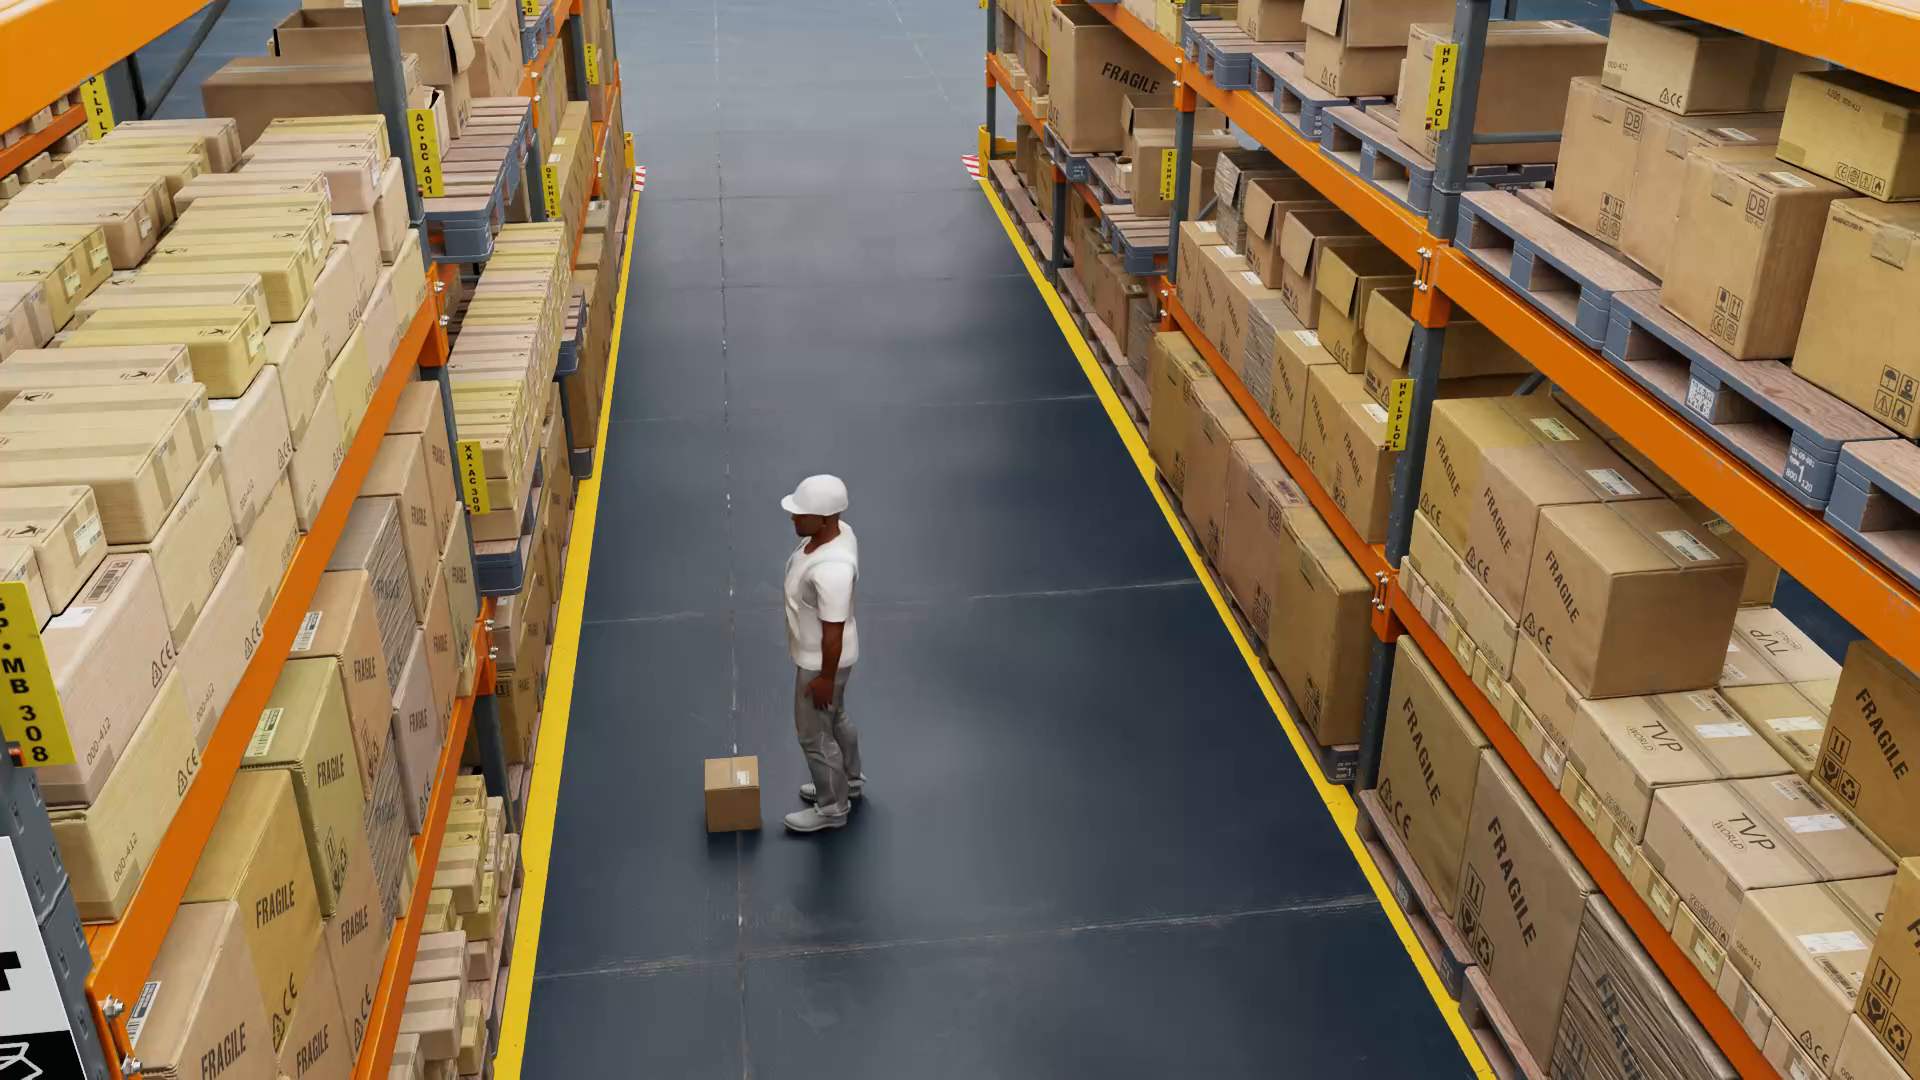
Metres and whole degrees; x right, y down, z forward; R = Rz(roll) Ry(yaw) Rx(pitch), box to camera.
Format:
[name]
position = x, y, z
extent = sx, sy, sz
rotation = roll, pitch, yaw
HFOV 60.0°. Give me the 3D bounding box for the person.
[person]
position = -0.645, 0.514, 7.590
extent = 0.411, 1.764, 0.565
rotation = -3, 27, -5
